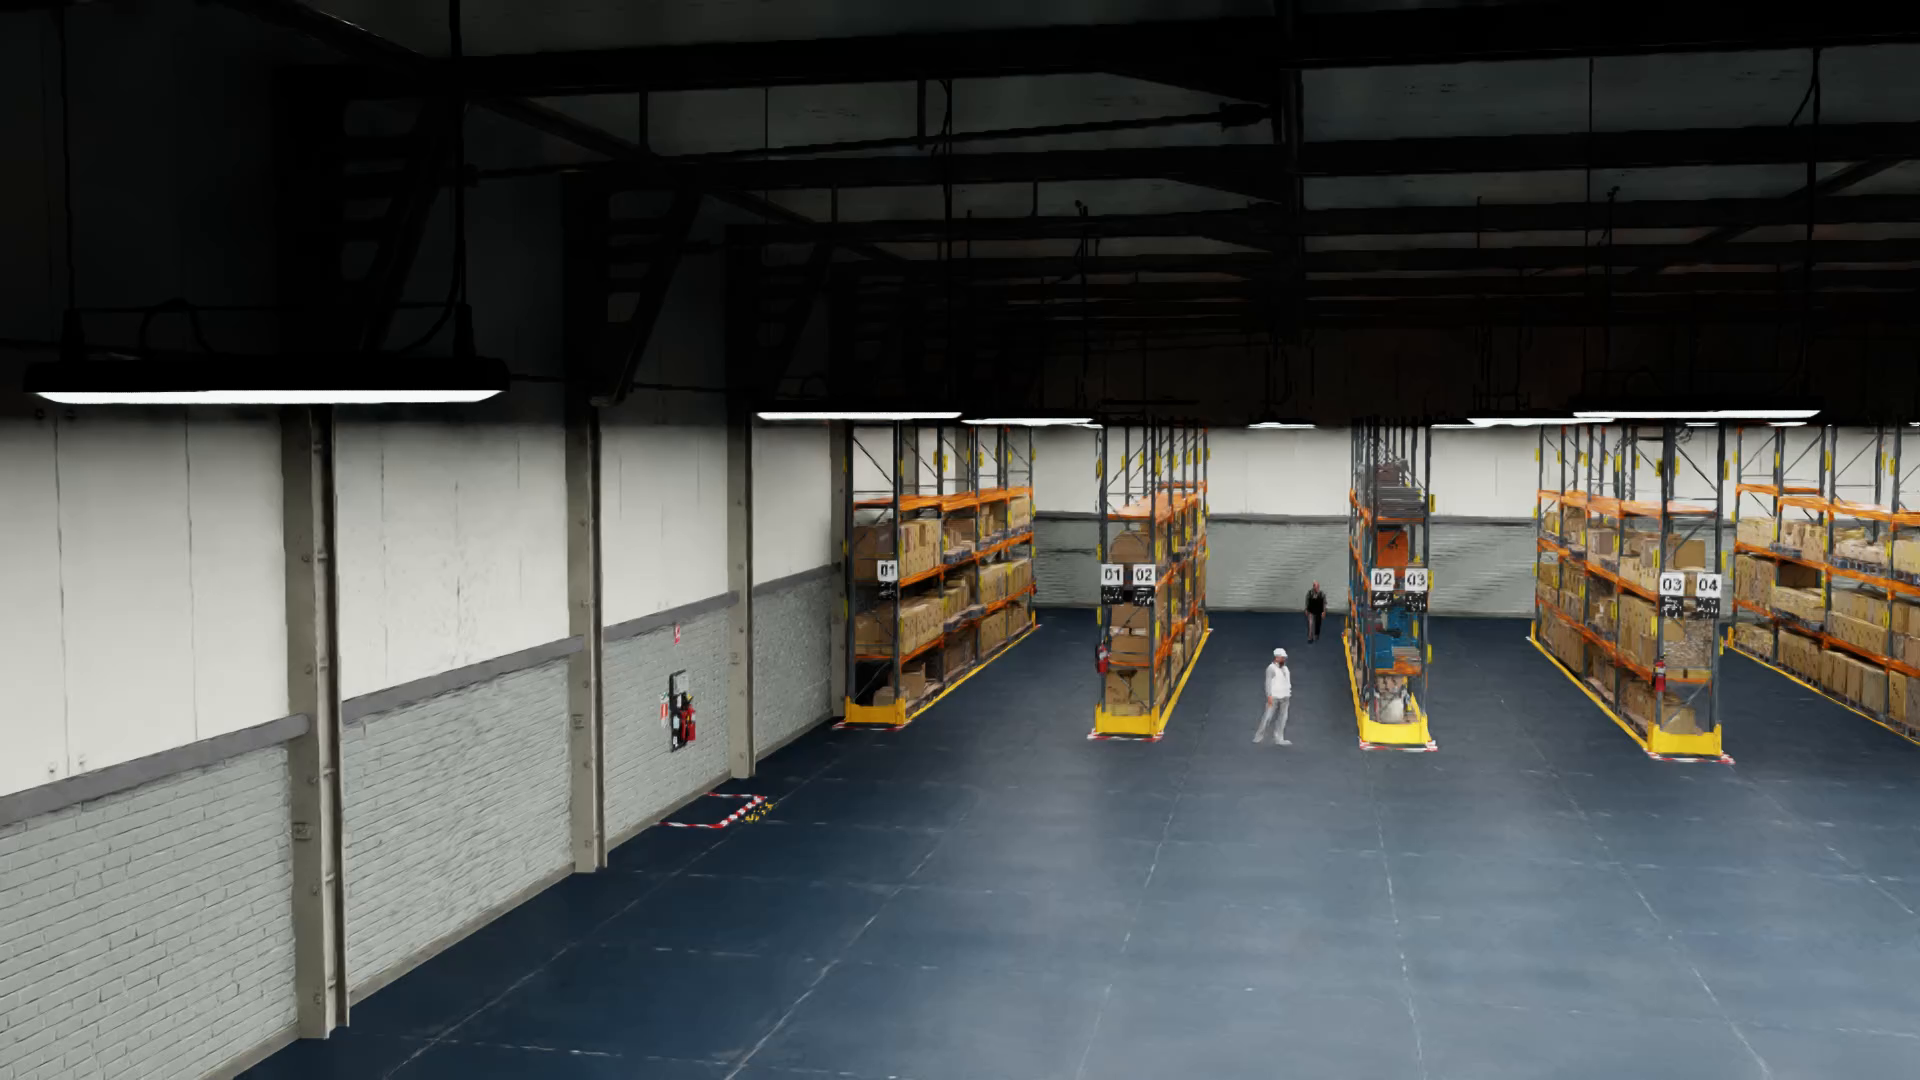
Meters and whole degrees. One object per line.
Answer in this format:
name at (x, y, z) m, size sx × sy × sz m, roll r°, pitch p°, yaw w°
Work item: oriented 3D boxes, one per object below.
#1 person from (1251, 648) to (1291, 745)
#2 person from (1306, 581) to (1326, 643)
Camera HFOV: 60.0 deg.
person at (5.655, 2.833, 30.187) m, size 0.720 × 1.767 × 0.492 m, roll -2°, pitch 4°, yaw -31°
person at (9.565, 1.916, 44.668) m, size 0.543 × 1.649 × 1.119 m, roll 1°, pitch 4°, yaw 10°
